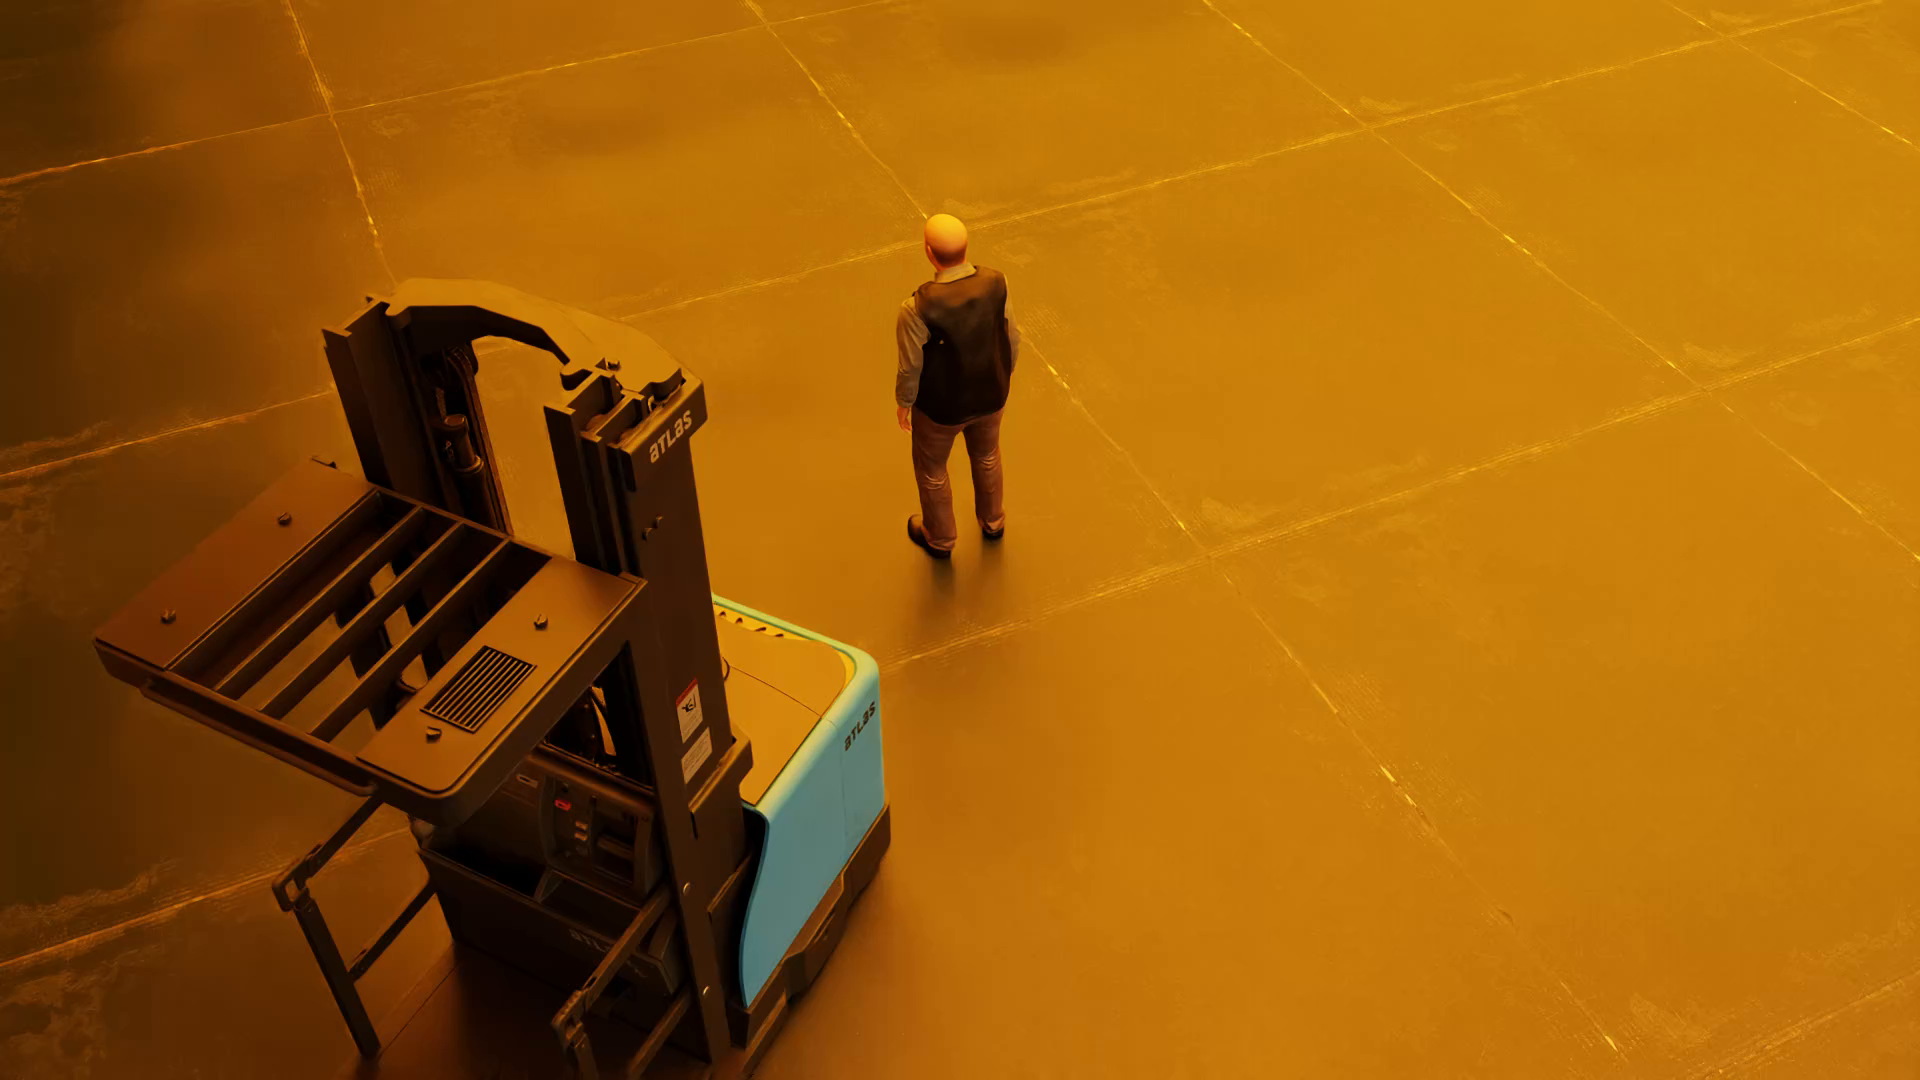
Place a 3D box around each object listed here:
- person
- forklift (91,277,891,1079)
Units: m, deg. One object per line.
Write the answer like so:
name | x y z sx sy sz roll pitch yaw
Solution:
person | -0.010 -0.629 7.242 0.580 1.720 0.422 -19 46 -19
forklift | -1.384 0.870 4.748 1.130 2.935 3.031 19 46 19
